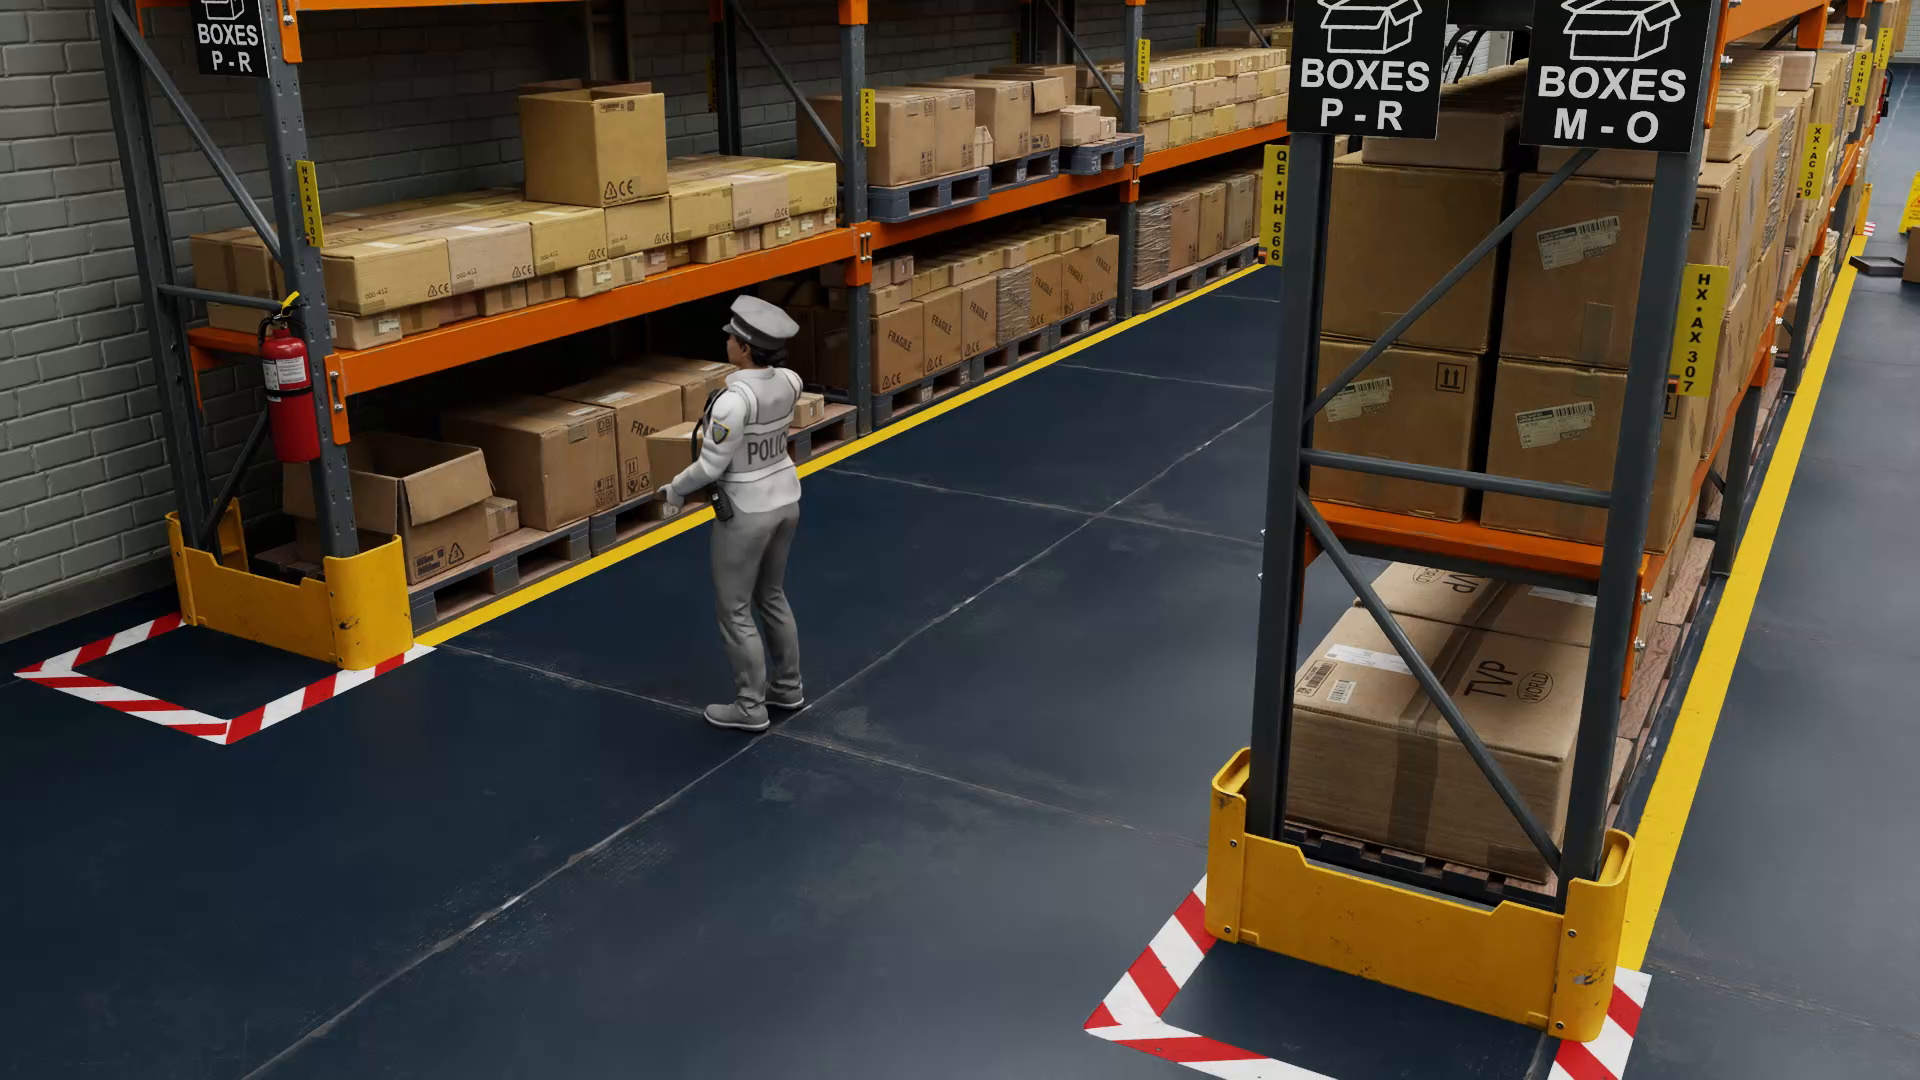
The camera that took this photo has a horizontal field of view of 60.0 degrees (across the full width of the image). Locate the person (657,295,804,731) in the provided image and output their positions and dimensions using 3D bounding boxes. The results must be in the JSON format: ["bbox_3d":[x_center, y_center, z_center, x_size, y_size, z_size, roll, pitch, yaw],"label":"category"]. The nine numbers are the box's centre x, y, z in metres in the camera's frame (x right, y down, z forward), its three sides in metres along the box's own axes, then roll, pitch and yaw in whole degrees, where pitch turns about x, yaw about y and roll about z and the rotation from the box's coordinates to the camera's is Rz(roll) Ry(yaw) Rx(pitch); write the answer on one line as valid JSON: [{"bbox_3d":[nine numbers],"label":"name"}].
[{"bbox_3d":[-0.845,-0.110,6.340,0.564,1.686,0.460,11,22,28],"label":"person"}]
